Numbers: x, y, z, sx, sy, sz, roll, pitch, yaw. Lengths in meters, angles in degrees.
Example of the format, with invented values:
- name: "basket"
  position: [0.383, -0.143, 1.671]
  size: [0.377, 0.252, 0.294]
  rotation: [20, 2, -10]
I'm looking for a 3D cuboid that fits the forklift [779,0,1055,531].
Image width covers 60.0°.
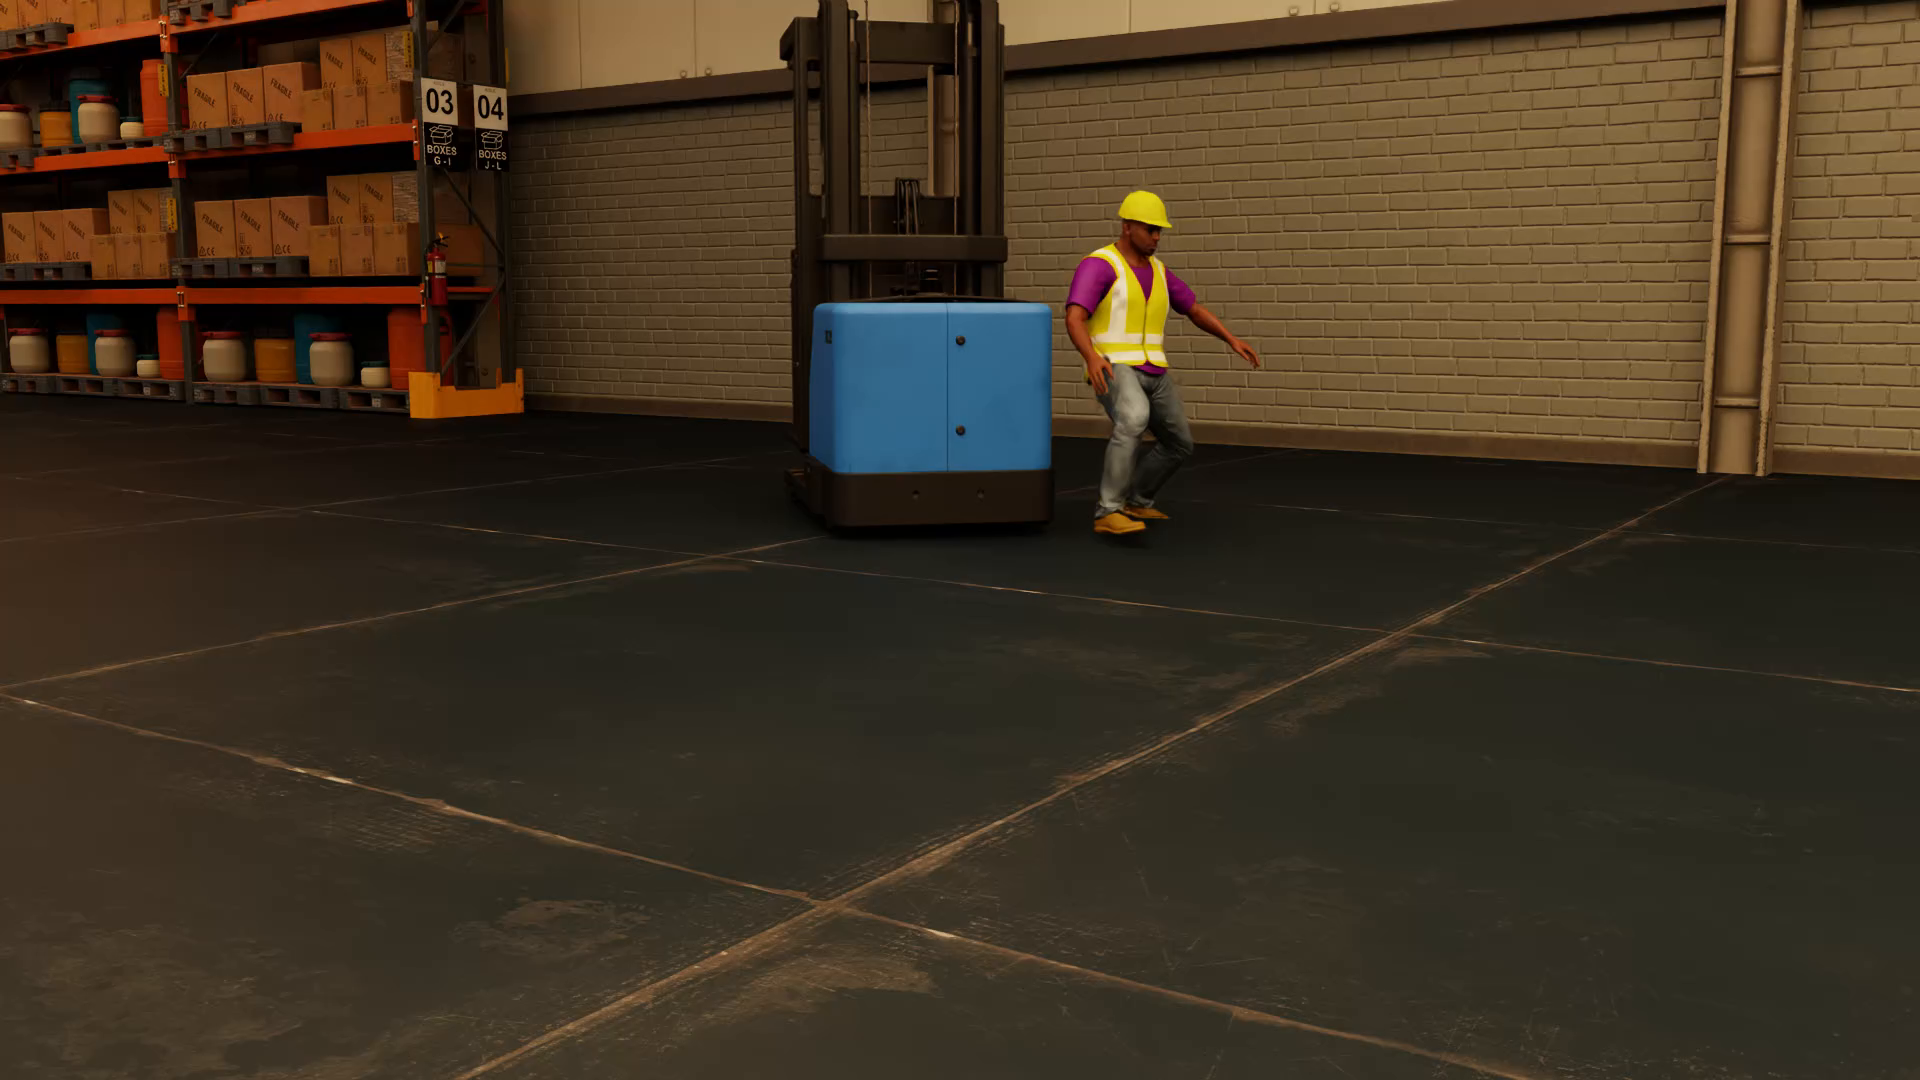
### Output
- name: "forklift"
  position: [-0.363, -1.662, 8.877]
  size: [1.130, 2.935, 3.031]
  rotation: [-2, 8, -12]

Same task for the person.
- name: "person"
  position: [0.904, -0.824, 7.899]
  size: [1.010, 1.640, 0.852]
  rotation: [-6, 10, -37]
